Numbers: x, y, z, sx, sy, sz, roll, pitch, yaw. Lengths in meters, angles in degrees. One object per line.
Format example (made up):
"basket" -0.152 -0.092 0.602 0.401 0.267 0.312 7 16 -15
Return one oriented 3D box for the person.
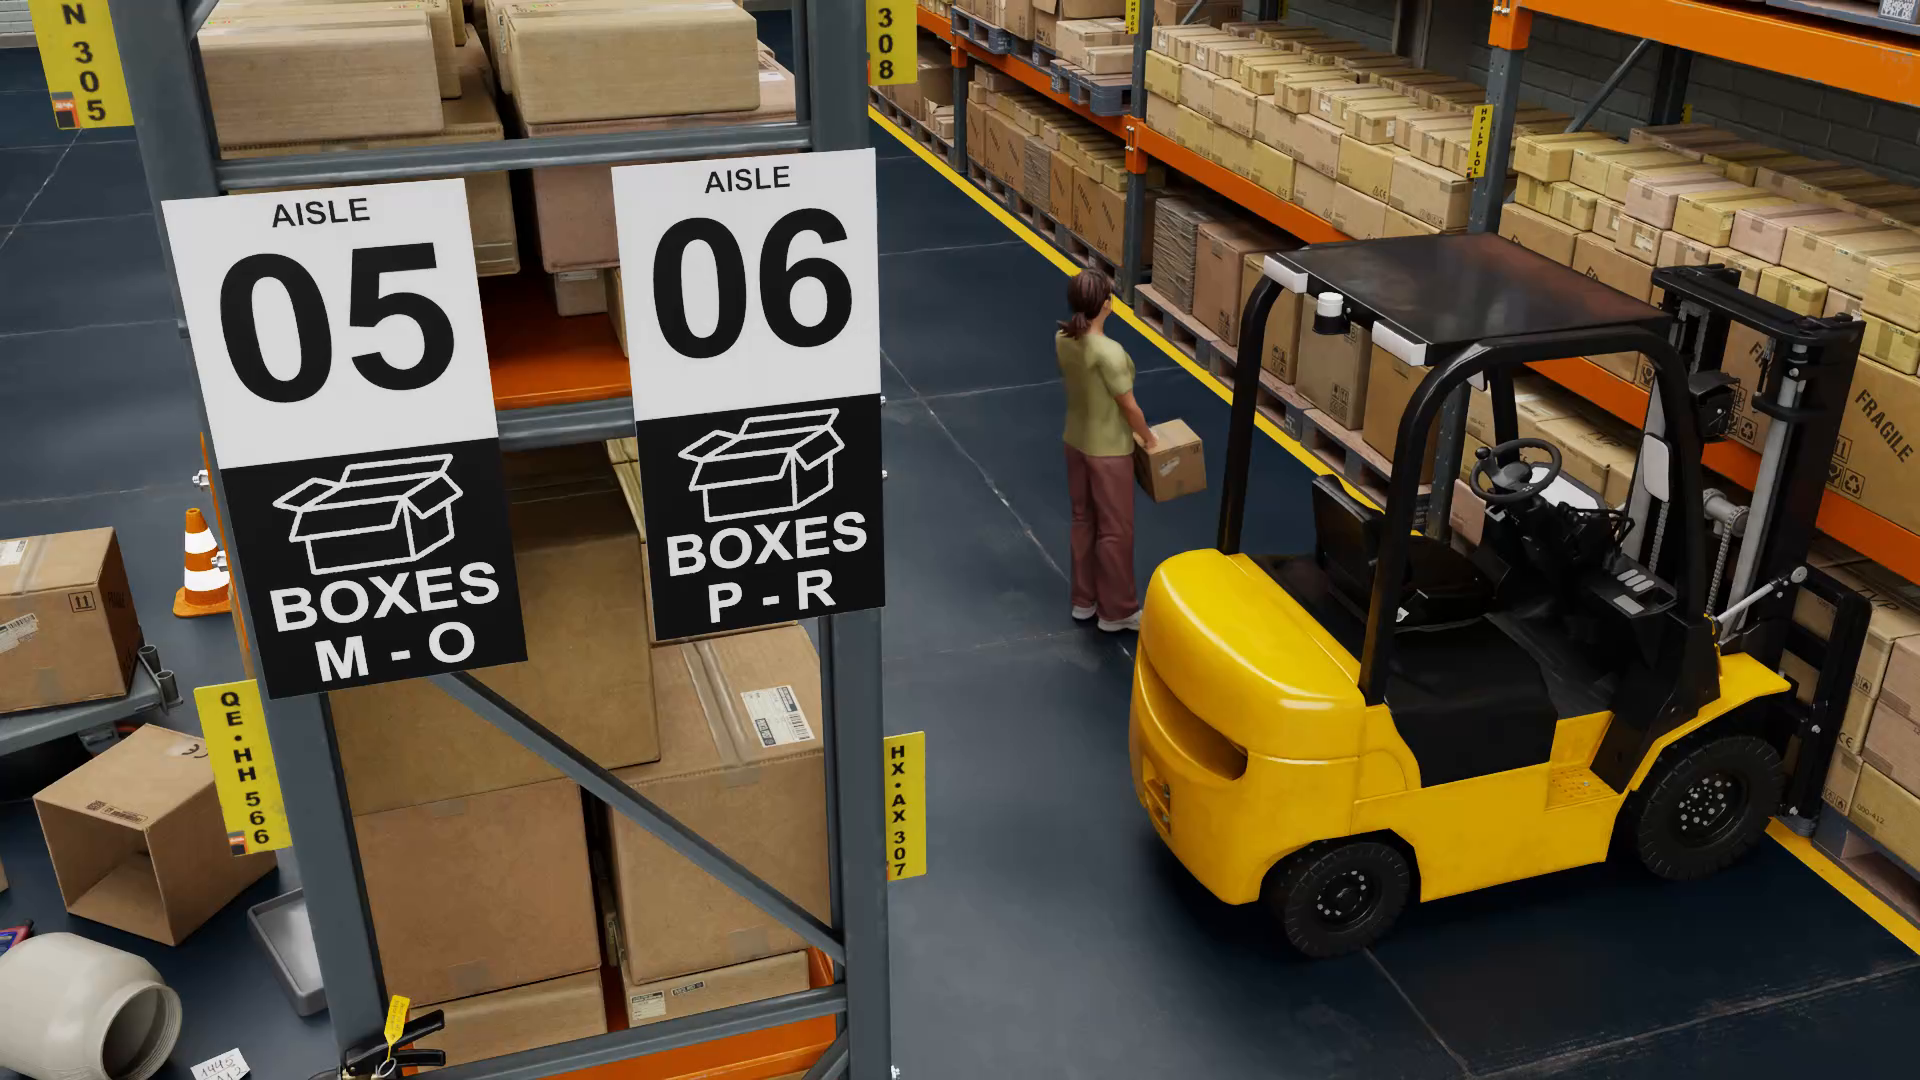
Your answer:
"person" 0.636 -0.396 7.395 0.455 1.680 0.507 -17 31 -30
